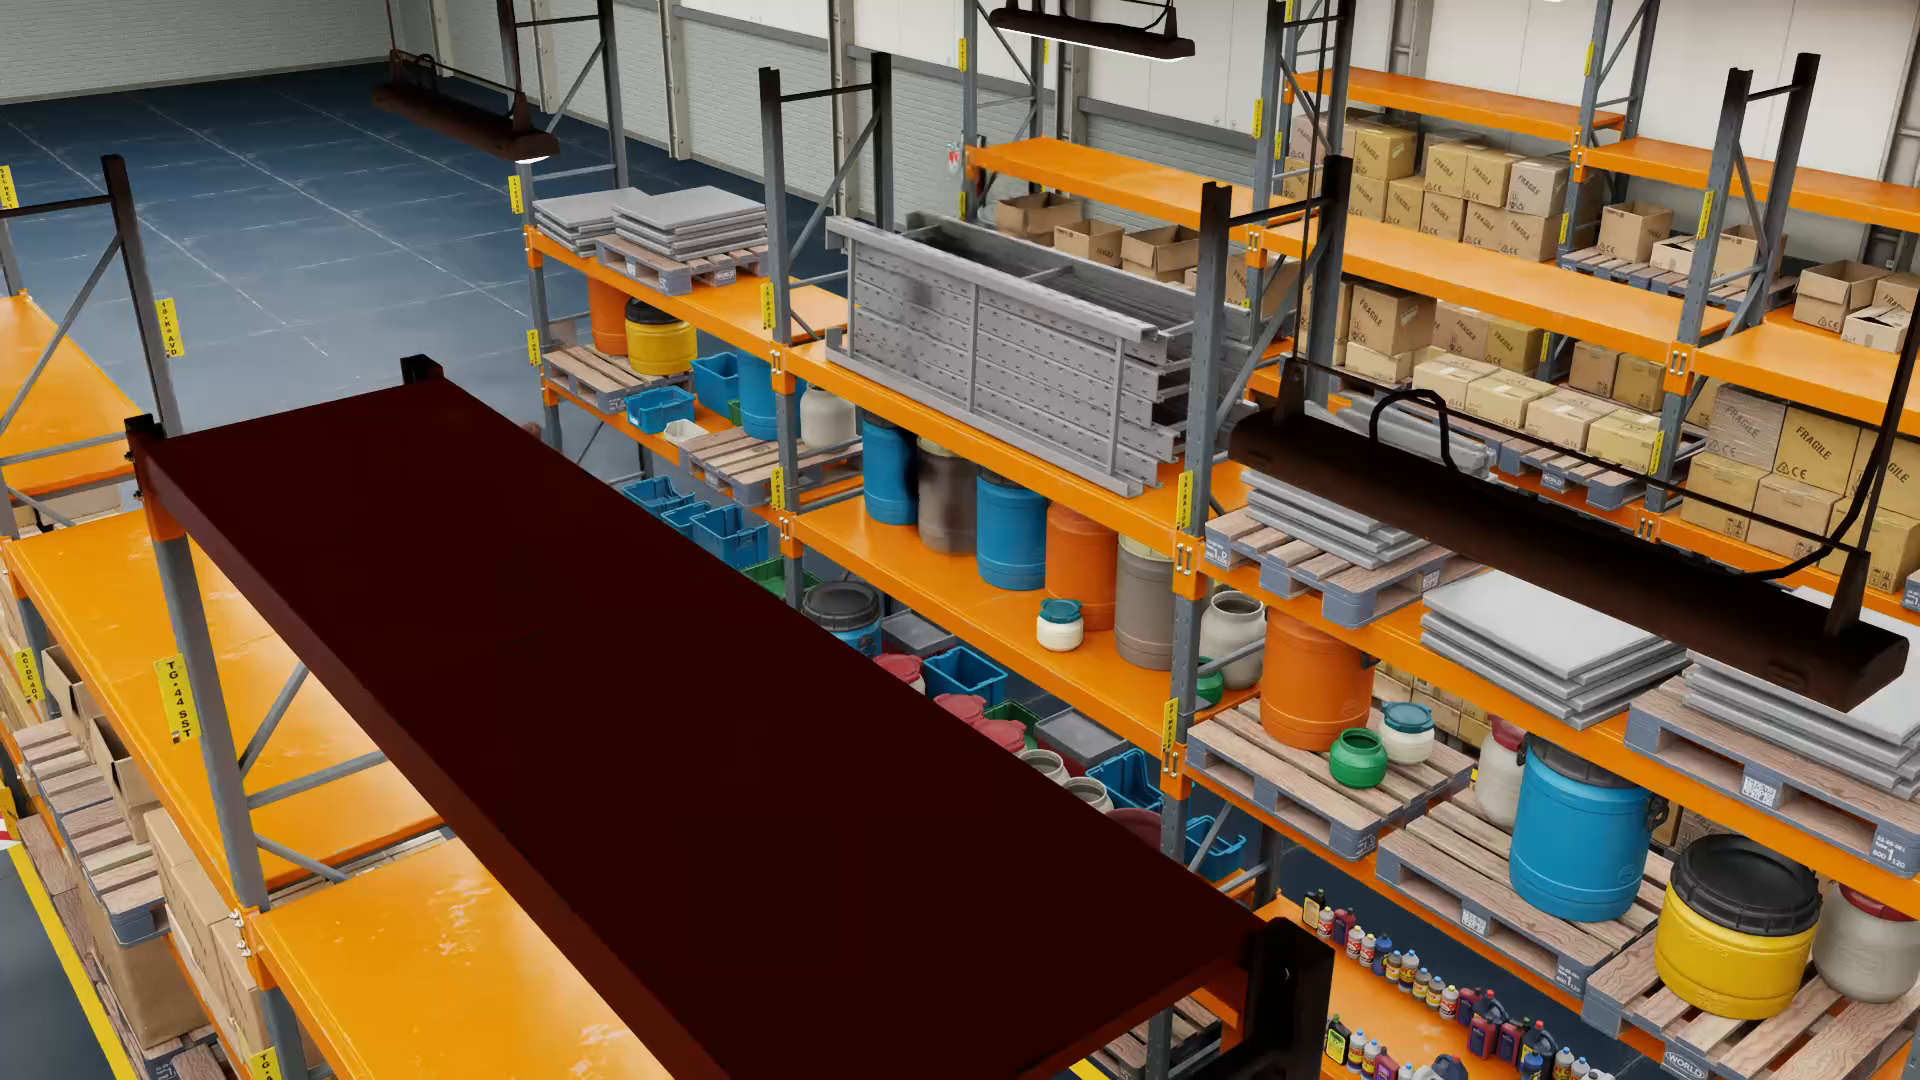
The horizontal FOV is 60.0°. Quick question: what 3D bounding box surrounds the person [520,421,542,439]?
[{"bbox_3d":[-4.415,-0.491,17.393,0.869,1.601,0.536,-1,26,-3],"label":"person"}]
